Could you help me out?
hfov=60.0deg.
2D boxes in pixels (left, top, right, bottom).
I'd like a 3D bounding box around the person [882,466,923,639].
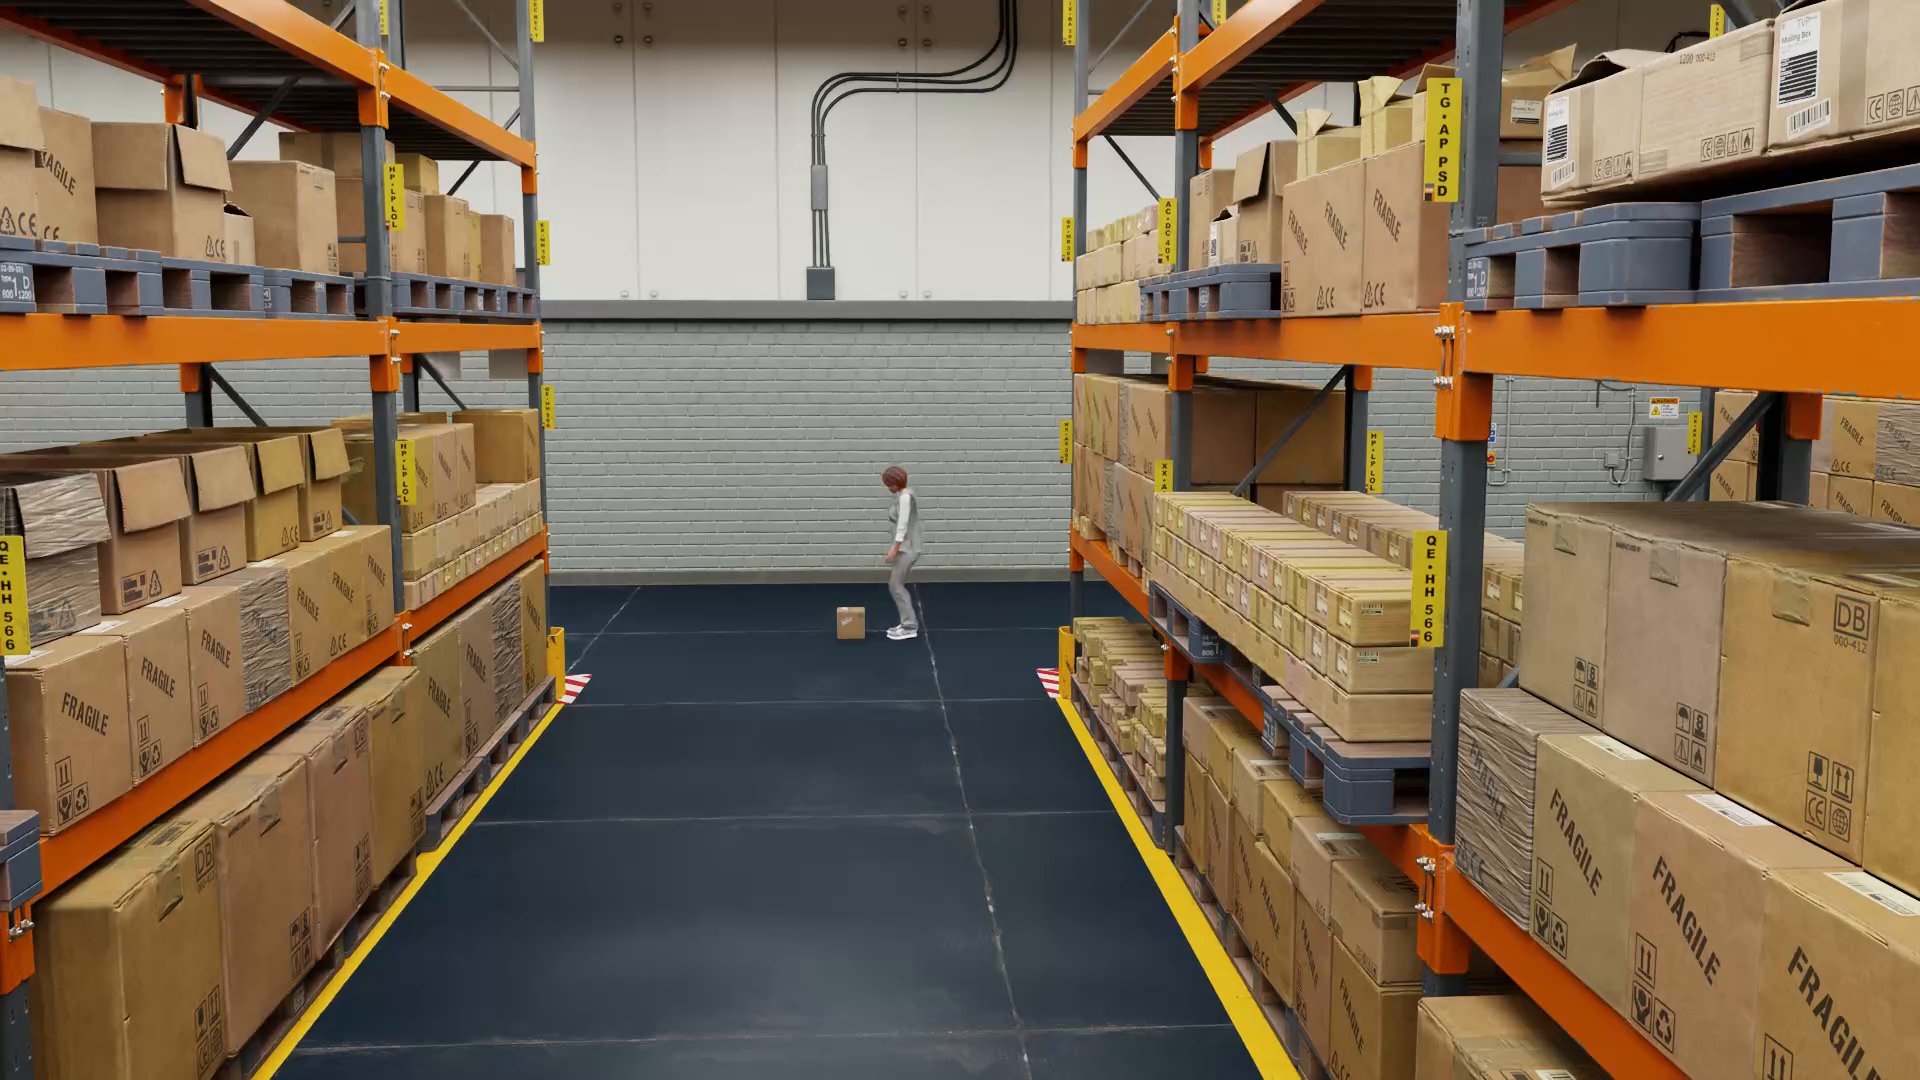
[{"bbox_3d":[-0.517,0.118,15.078,0.368,1.550,0.423,0,7,-2],"label":"person"}]
